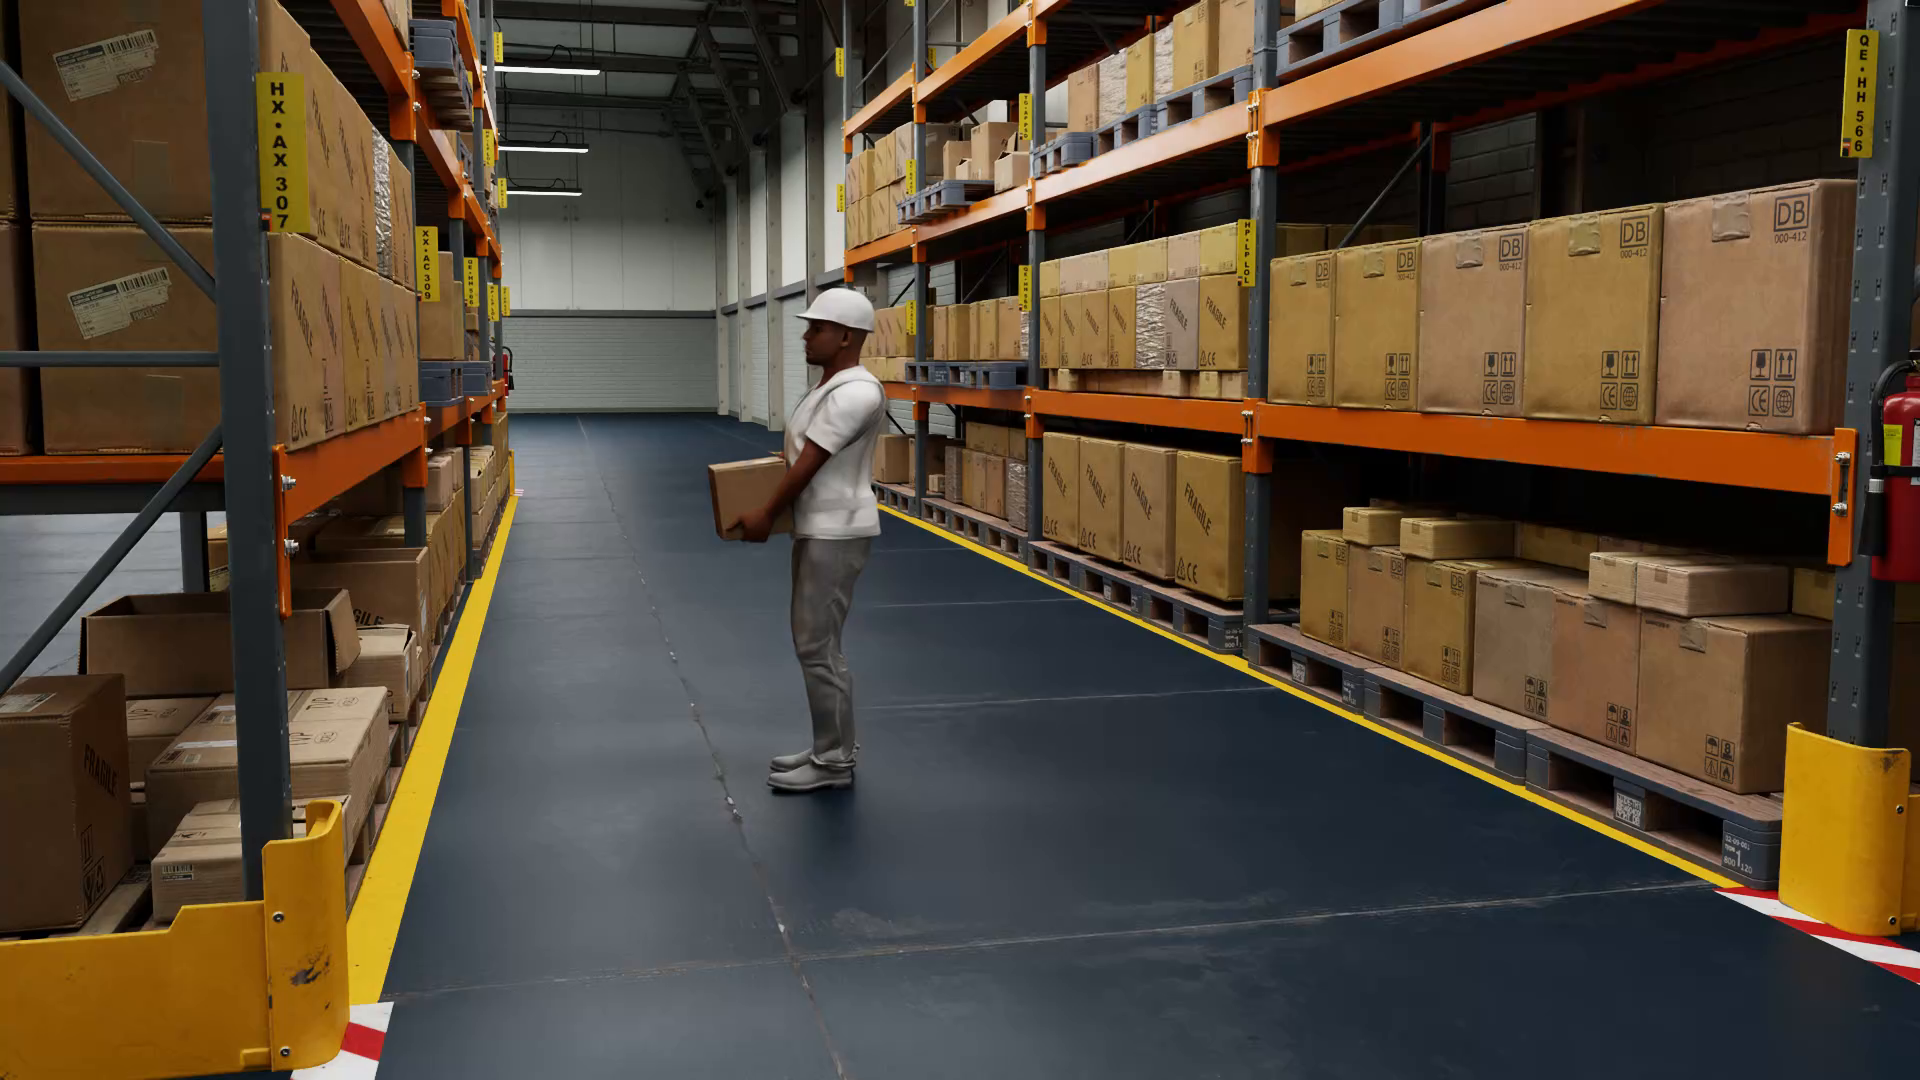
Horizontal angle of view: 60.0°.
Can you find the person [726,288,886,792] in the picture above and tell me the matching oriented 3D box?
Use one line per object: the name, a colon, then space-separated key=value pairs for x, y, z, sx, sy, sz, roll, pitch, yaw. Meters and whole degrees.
person: x=-0.556 y=-0.004 z=5.897 sx=0.569 sy=1.761 sz=0.504 roll=-1 pitch=6 yaw=-13
